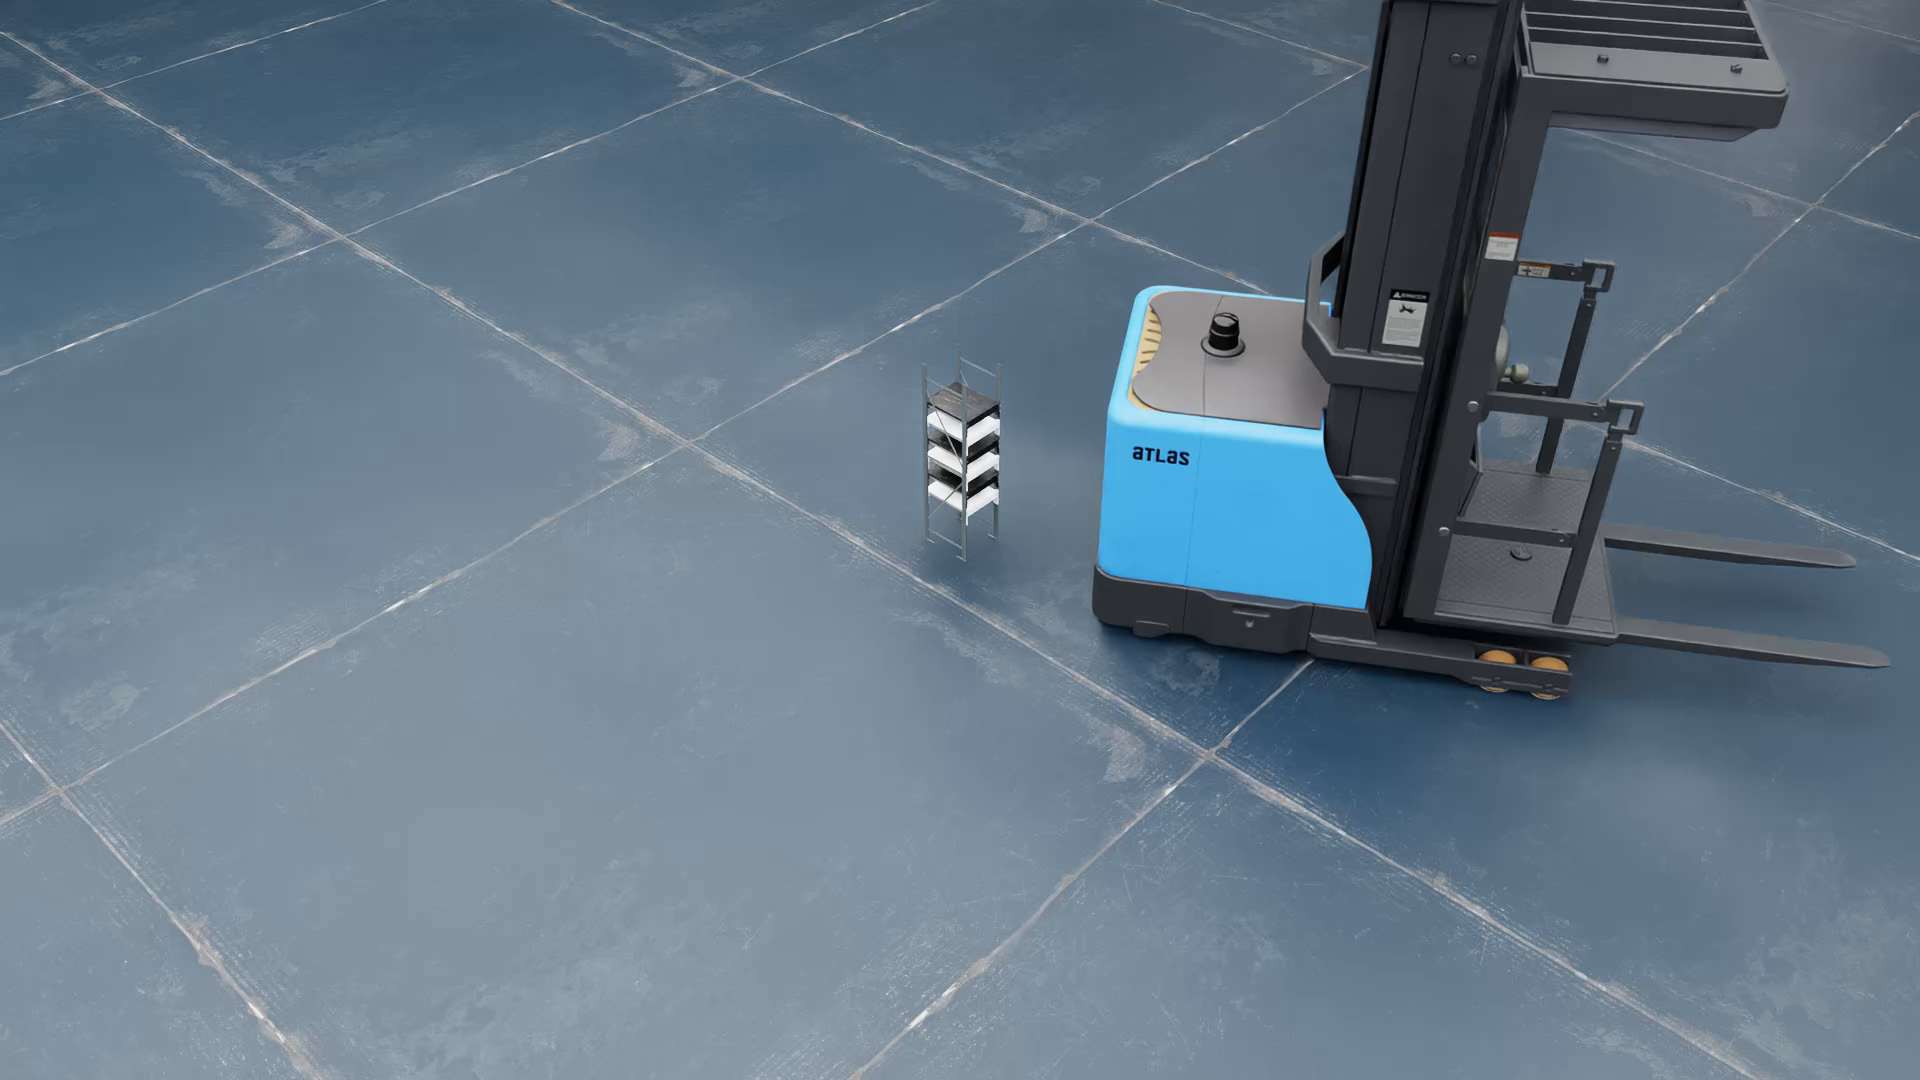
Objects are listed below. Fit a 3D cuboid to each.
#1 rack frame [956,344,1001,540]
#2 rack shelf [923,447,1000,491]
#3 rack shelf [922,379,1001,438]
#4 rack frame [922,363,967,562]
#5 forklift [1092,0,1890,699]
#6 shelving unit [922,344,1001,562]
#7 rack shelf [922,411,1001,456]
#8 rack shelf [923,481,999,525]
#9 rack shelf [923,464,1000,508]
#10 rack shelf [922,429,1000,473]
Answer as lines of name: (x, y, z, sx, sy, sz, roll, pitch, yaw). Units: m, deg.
rack frame: (0.074, -0.403, 7.033, 0.240, 0.900, 0.006, 30, 47, 32)
rack shelf: (0.005, -0.330, 6.995, 0.258, 0.077, 0.200, 30, 47, 32)
rack shelf: (0.005, -0.541, 6.827, 0.258, 0.077, 0.200, 30, 47, 32)
rack frame: (-0.063, -0.309, 6.916, 0.240, 0.900, 0.006, 30, 47, 32)
forklift: (2.107, -0.890, 6.015, 3.031, 2.935, 1.130, 7, 39, 9)
shelving unit: (0.005, -0.356, 6.975, 0.258, 0.900, 0.210, 30, 47, 32)
rack shelf: (0.005, -0.471, 6.883, 0.258, 0.077, 0.200, 30, 47, 32)
rack shelf: (0.005, -0.189, 7.107, 0.258, 0.077, 0.200, 30, 47, 32)
rack shelf: (0.005, -0.259, 7.051, 0.258, 0.077, 0.200, 30, 47, 32)
rack shelf: (0.005, -0.400, 6.939, 0.258, 0.077, 0.200, 30, 47, 32)
